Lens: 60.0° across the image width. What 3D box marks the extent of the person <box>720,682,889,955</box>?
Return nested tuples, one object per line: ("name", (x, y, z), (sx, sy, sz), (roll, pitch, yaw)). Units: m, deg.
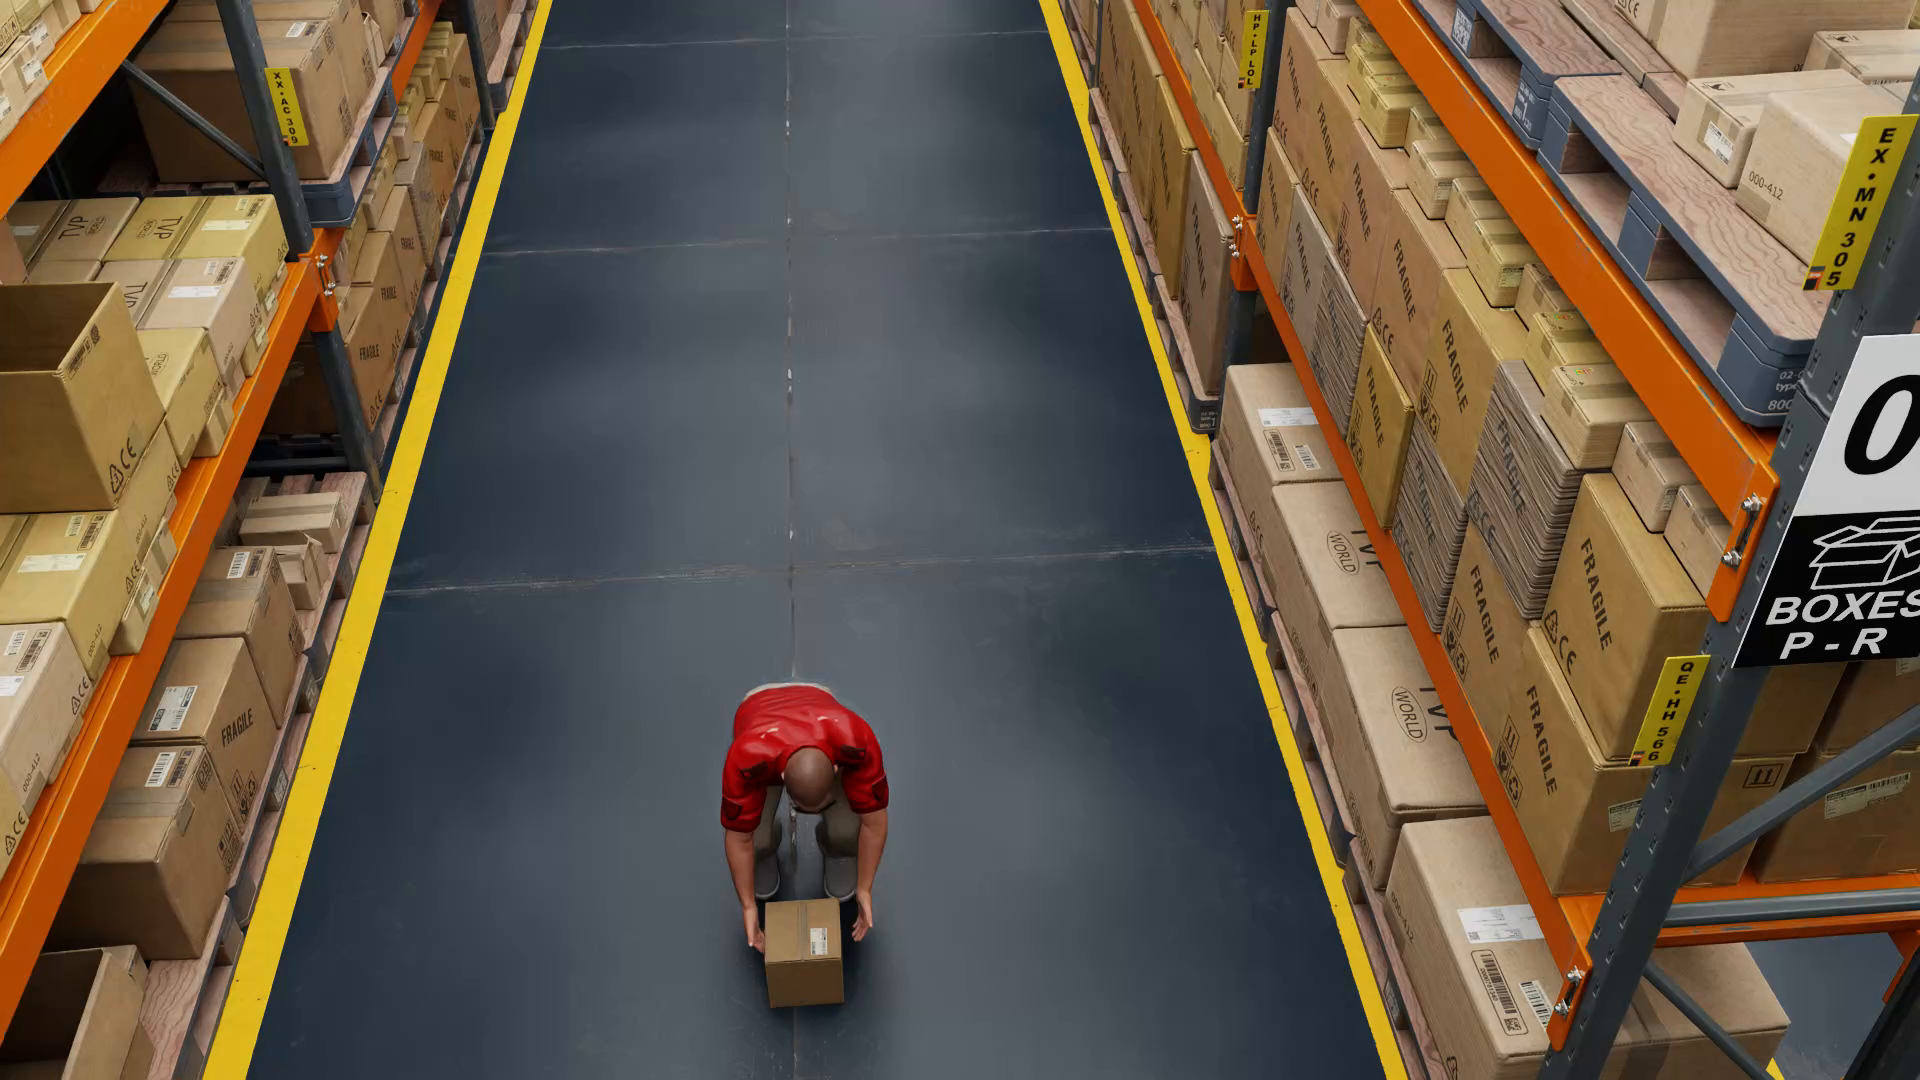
("person", (-0.531, 0.862, 5.673), (0.570, 1.012, 0.866), (-3, 39, -4))
